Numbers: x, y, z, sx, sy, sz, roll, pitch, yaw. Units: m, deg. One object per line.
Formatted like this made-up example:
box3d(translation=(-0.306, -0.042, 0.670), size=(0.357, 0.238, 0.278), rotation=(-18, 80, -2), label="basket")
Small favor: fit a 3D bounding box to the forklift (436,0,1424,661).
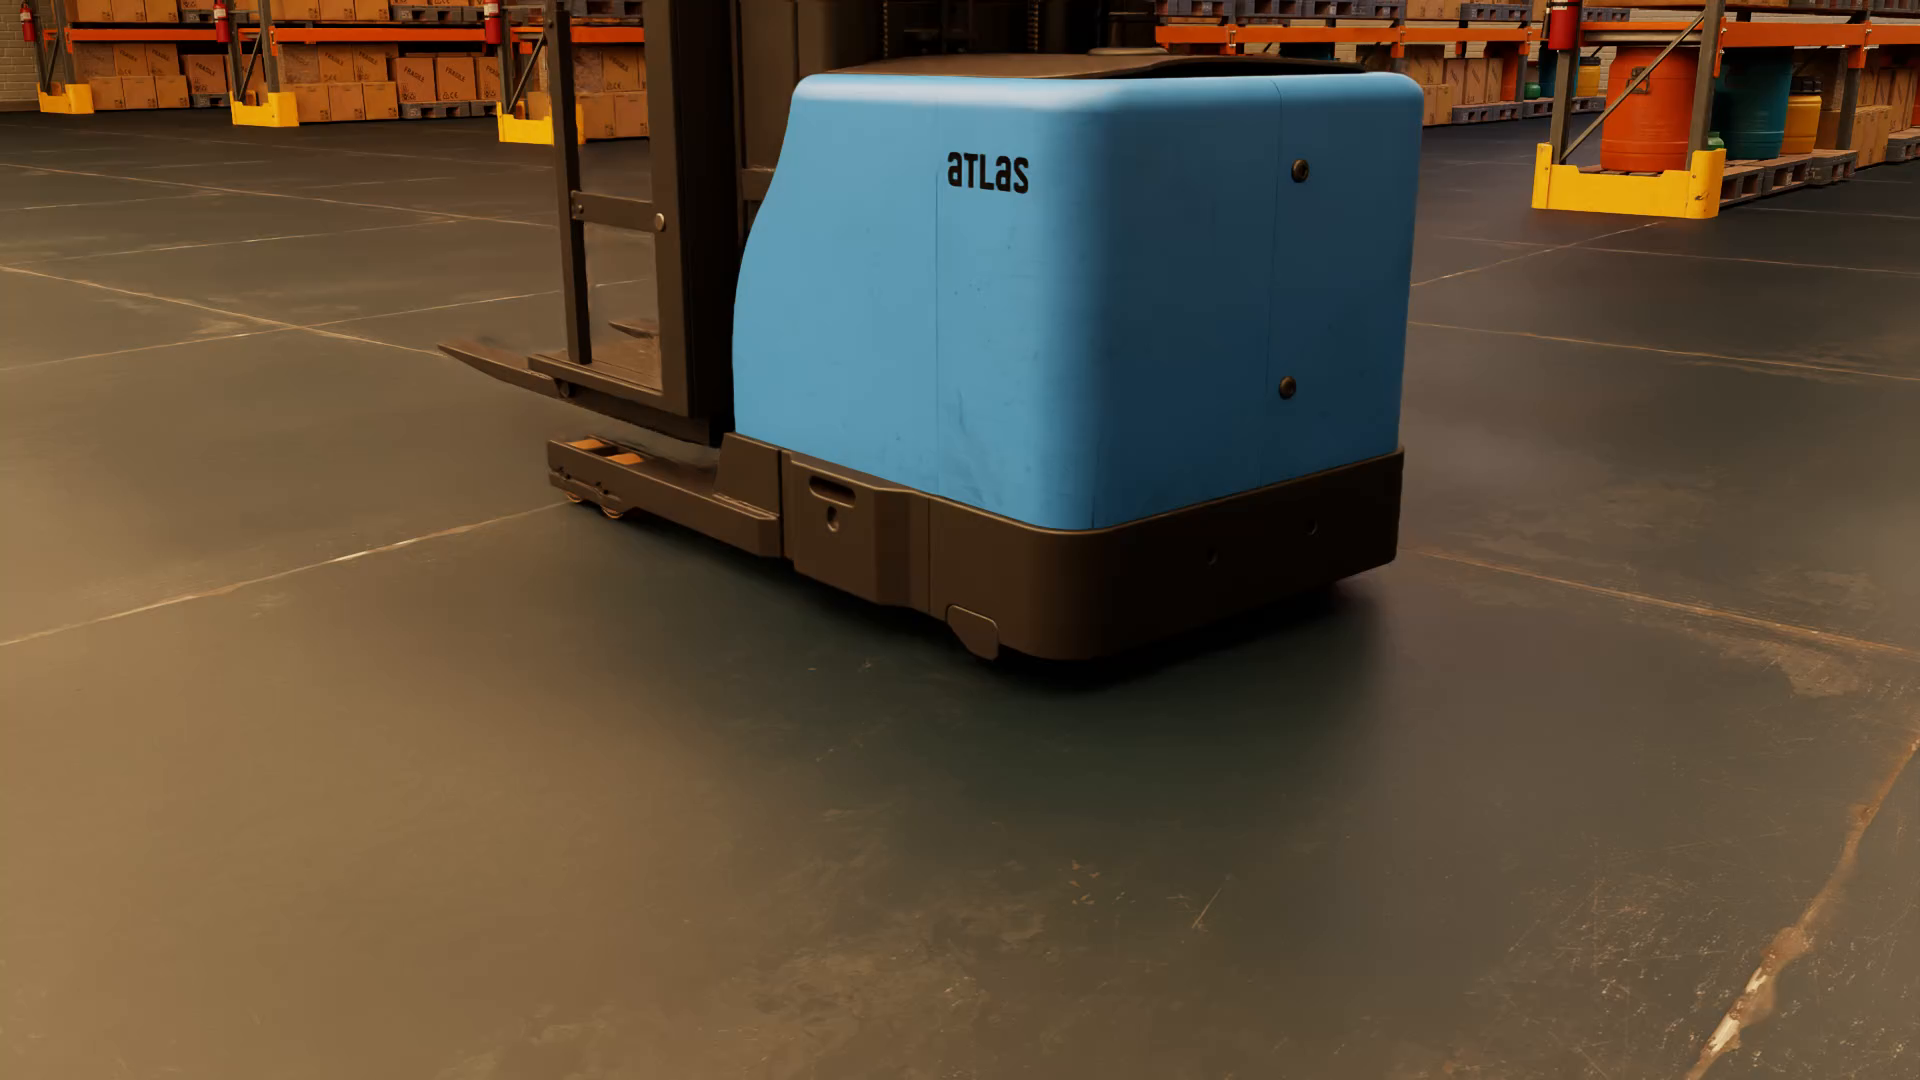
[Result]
box3d(translation=(-0.402, -1.536, 3.956), size=(1.130, 2.935, 3.031), rotation=(-14, 22, -39), label="forklift")
